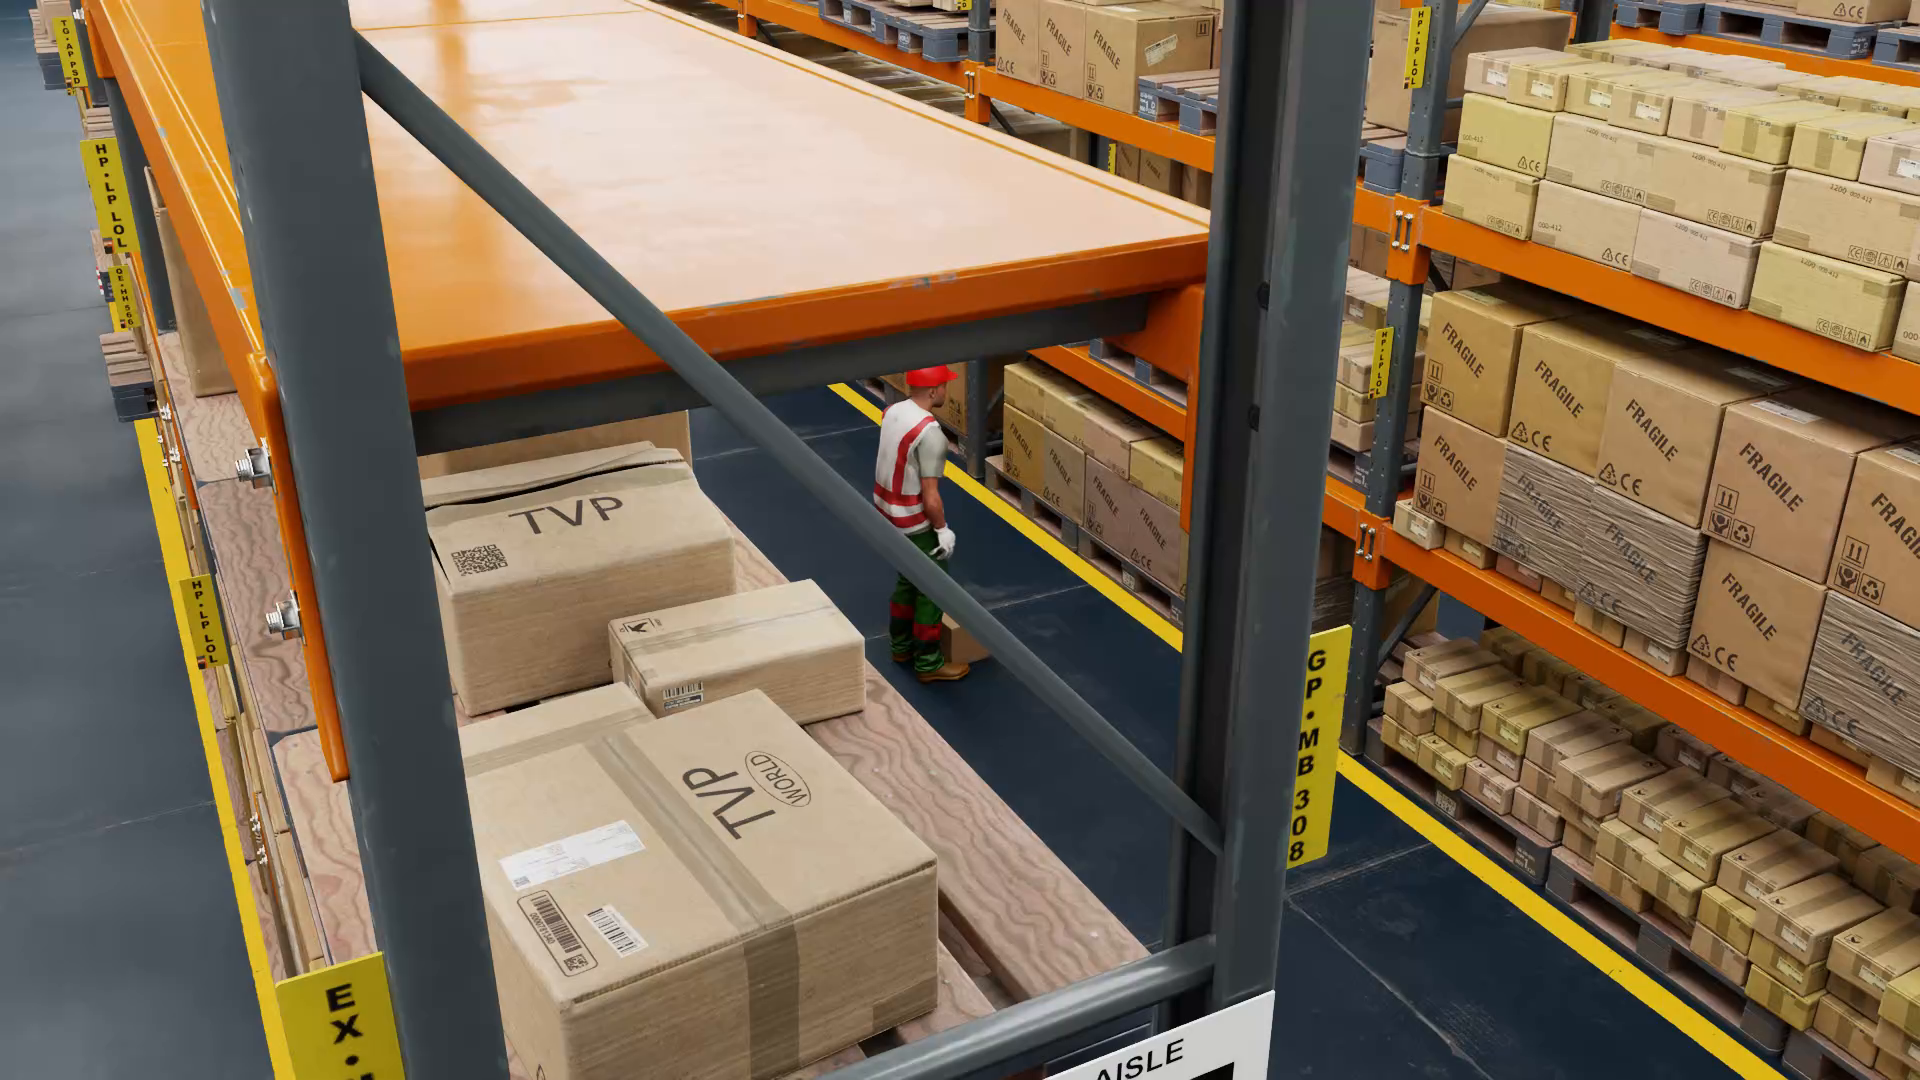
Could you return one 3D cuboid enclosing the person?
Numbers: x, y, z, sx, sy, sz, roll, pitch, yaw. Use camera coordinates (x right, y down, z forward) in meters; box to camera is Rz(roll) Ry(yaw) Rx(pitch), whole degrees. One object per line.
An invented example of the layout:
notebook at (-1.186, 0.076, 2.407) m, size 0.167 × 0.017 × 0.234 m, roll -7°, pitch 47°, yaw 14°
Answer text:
person at (-0.207, -0.116, 8.838) m, size 0.453 × 1.778 × 0.605 m, roll -13°, pitch 28°, yaw -25°
